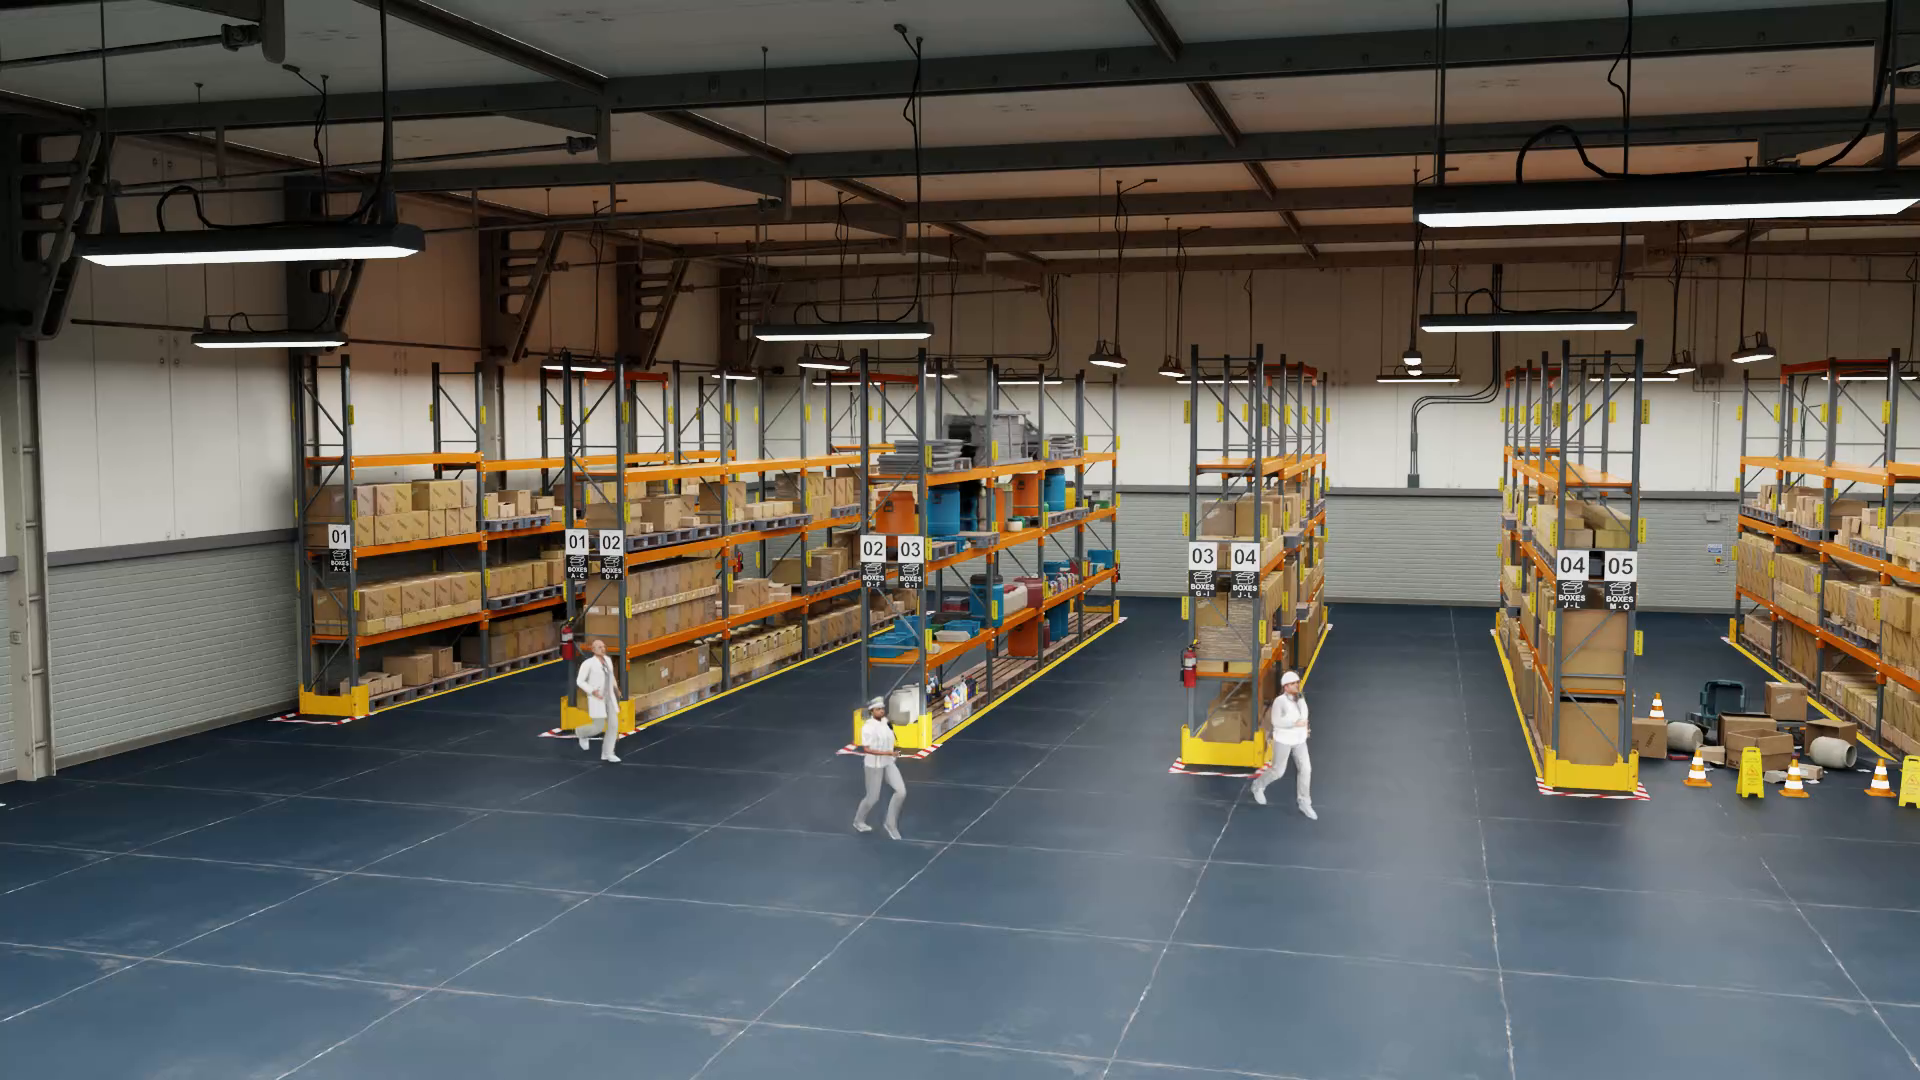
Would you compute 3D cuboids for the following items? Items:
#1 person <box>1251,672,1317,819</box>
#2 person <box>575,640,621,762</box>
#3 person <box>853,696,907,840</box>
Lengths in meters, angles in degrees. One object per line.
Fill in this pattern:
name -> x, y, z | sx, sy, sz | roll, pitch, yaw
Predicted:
person -> 4.121, 2.545, 20.959 | 0.665, 1.806, 0.953 | -3, 5, -31
person -> -5.216, 2.321, 24.135 | 0.792, 1.741, 0.723 | 4, 6, 39
person -> -0.948, 2.702, 19.748 | 0.734, 1.728, 0.581 | 4, 6, 43
